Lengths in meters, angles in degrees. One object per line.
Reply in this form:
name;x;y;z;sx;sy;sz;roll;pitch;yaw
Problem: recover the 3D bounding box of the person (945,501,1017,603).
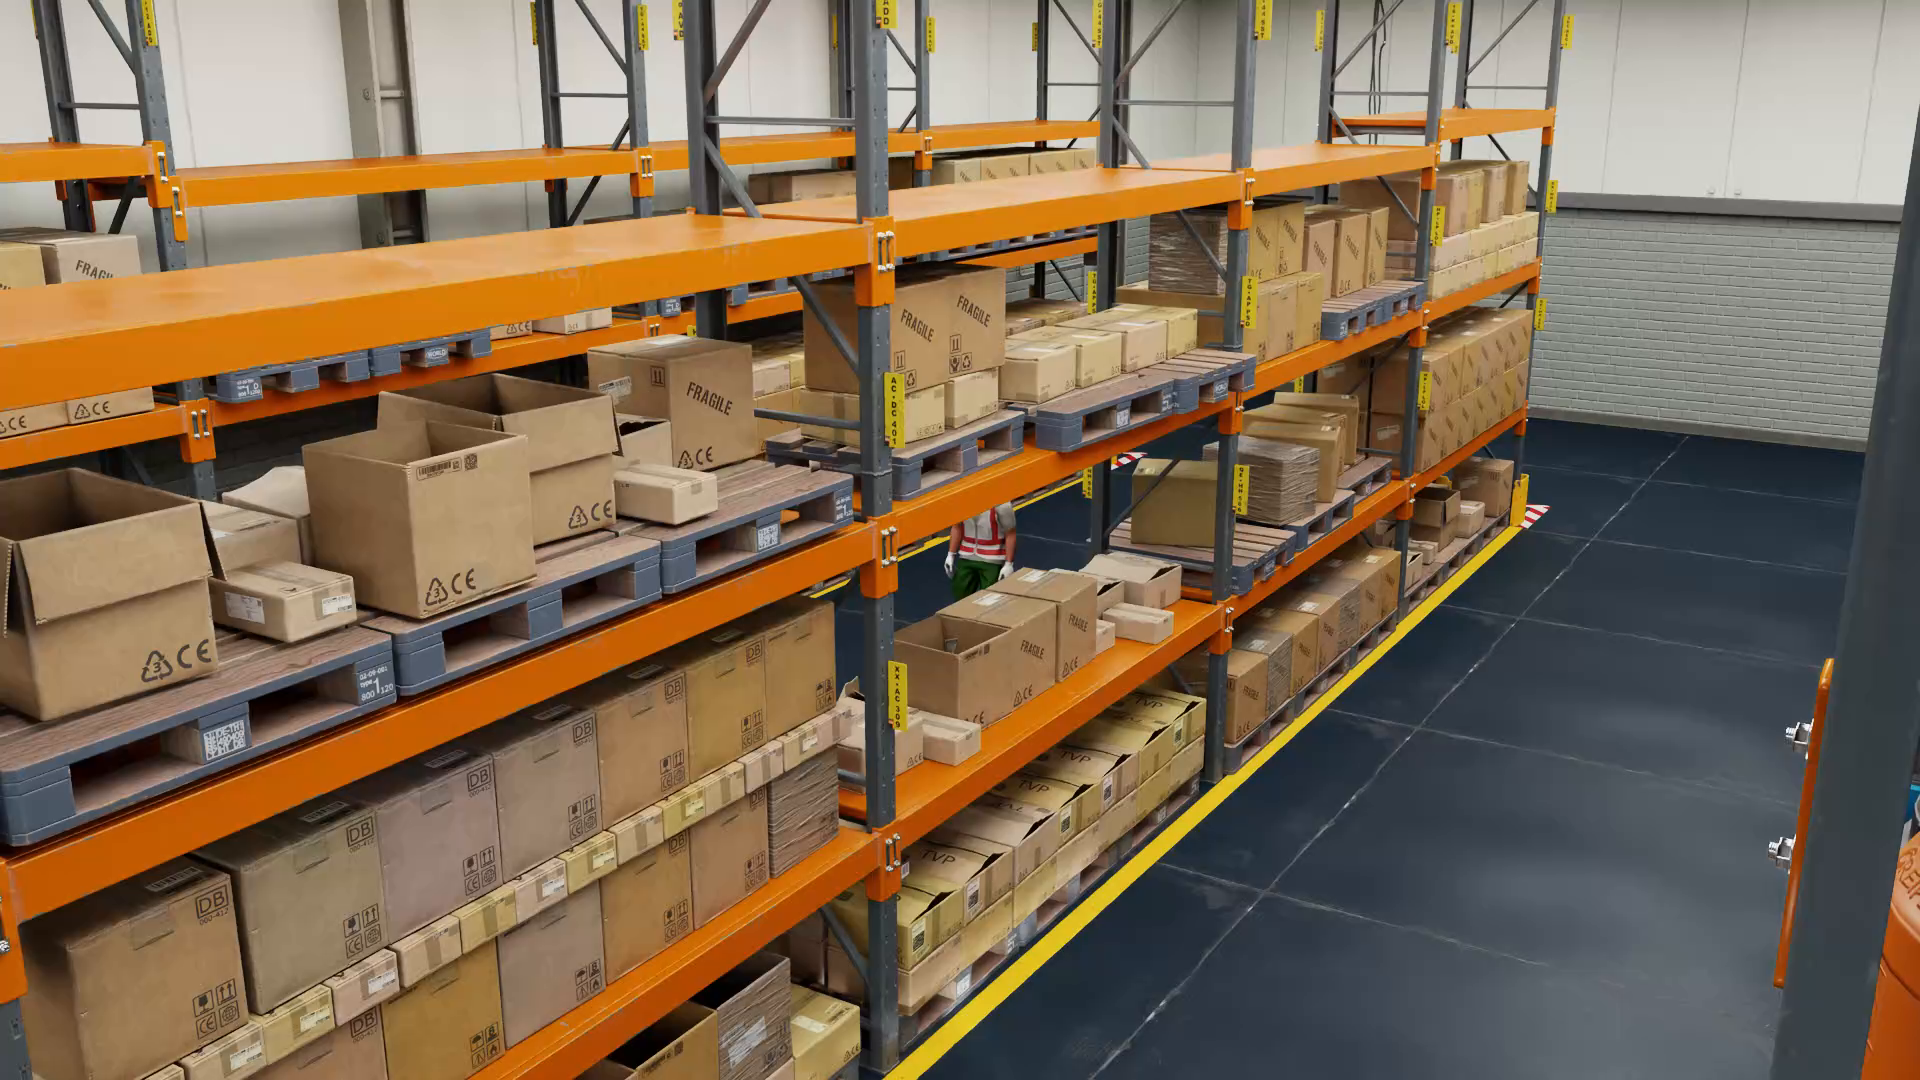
person;0.159;0.191;13.342;0.613;1.778;0.452;8;18;27
